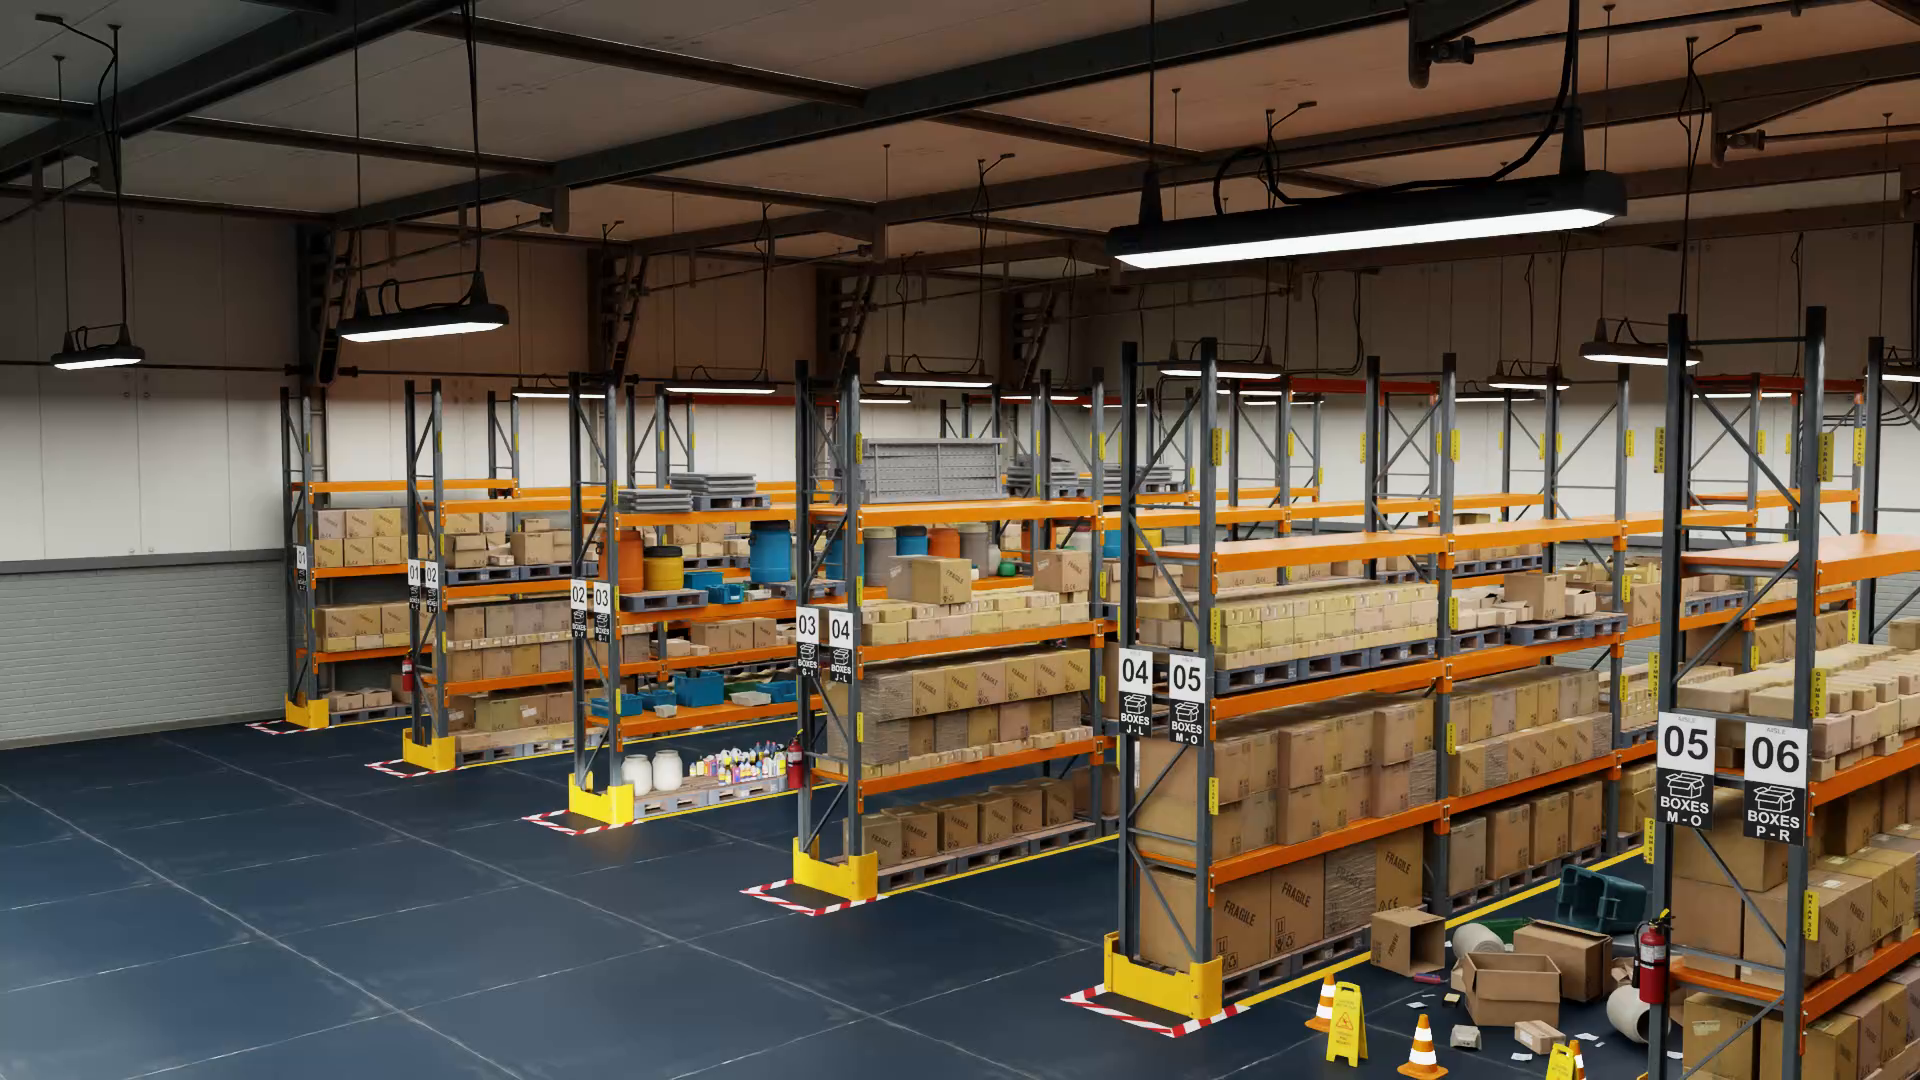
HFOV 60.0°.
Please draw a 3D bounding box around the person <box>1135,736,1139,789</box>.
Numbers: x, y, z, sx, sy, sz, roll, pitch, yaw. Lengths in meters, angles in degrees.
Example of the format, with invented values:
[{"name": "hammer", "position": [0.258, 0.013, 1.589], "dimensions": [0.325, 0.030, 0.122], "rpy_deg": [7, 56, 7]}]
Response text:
[{"name": "person", "position": [2.182, 3.033, 20.224], "dimensions": [0.391, 1.696, 0.440], "rpy_deg": [-2, 4, -34]}]
